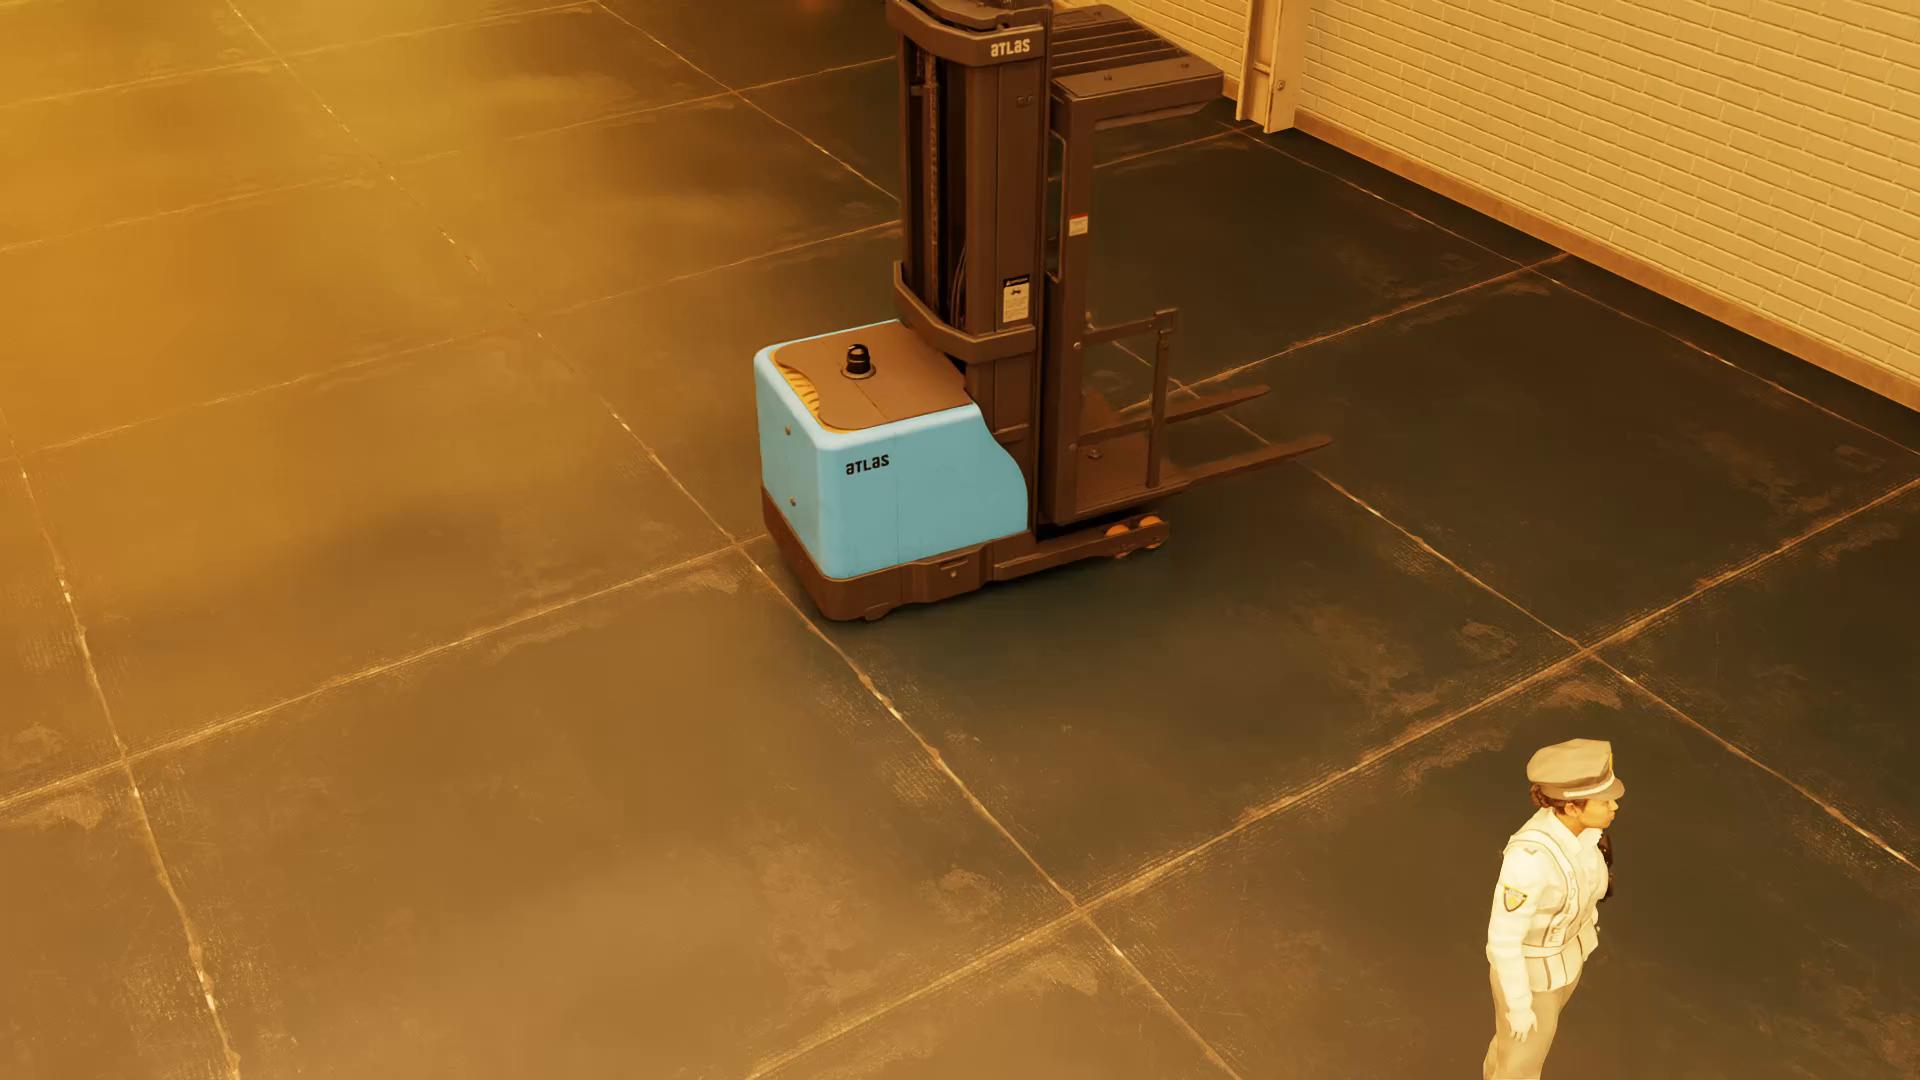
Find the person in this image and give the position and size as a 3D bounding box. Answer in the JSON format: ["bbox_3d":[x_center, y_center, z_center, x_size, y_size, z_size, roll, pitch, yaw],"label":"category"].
[{"bbox_3d":[1.901,1.365,5.268,0.531,1.694,0.587,26,43,32],"label":"person"}]

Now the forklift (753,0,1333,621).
[{"bbox_3d":[0.528,-1.369,8.096,3.031,2.935,1.130,-15,38,-20],"label":"forklift"}]
